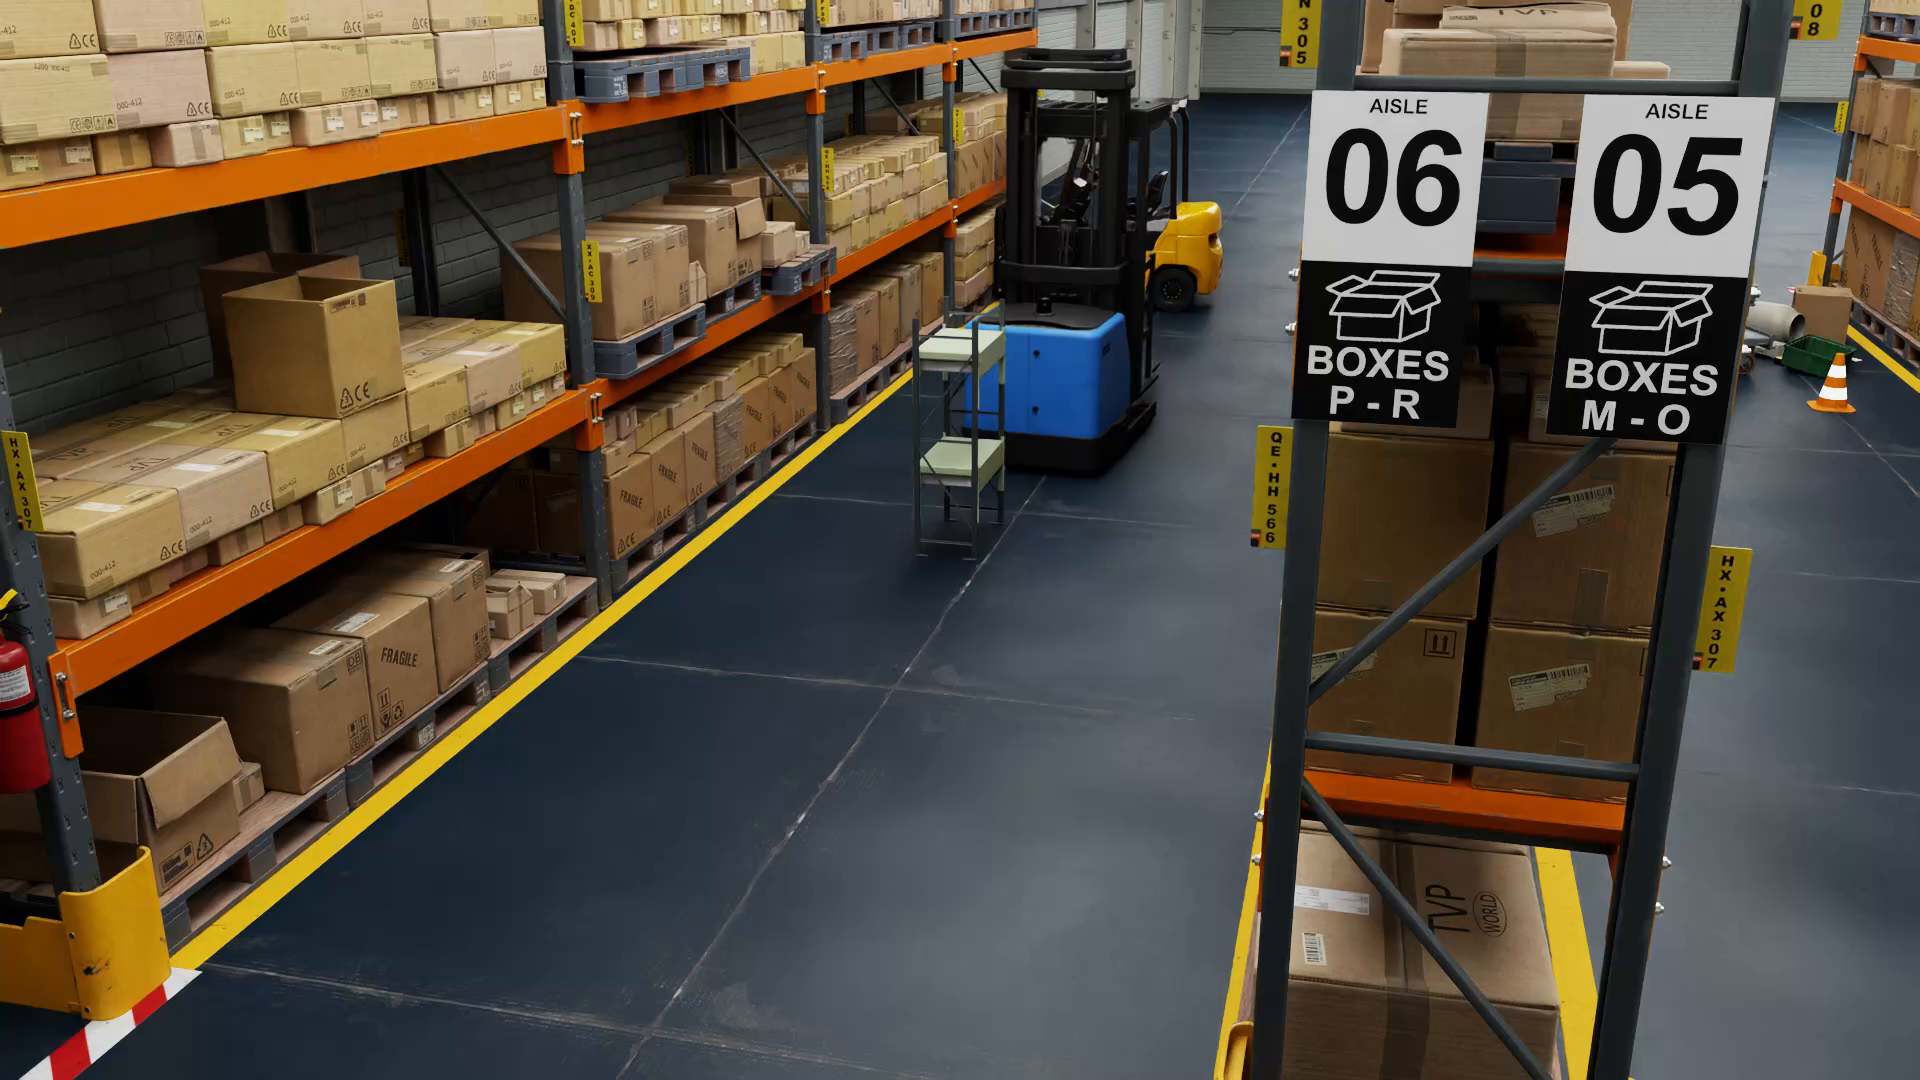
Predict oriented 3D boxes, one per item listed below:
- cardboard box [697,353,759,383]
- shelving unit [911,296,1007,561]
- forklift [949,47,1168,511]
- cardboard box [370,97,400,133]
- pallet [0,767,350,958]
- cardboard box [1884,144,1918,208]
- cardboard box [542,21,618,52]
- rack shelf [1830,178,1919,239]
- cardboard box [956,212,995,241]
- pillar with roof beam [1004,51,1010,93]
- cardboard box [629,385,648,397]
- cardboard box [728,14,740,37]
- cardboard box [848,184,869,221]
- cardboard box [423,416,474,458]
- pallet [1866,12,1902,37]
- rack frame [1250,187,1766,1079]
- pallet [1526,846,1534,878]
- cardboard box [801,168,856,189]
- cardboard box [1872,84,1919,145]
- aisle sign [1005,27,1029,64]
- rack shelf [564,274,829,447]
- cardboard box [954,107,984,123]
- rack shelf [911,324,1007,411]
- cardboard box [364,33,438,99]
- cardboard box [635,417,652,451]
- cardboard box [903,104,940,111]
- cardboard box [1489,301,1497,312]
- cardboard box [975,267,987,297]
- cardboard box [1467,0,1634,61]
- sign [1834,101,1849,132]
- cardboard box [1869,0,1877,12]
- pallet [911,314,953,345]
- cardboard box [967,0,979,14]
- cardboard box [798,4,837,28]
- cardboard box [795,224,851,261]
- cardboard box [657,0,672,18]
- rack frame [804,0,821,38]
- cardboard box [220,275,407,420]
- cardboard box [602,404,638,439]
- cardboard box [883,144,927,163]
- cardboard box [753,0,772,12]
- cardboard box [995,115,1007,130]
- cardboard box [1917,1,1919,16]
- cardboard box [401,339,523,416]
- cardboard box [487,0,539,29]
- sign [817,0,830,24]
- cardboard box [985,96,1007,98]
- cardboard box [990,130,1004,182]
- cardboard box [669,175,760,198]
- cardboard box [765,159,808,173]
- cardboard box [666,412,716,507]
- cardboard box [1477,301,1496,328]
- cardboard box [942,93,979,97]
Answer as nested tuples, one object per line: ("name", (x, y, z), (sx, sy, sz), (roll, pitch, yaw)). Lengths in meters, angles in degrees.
("cardboard box", (-1.657, -1.226, 11.850), (0.380, 0.149, 0.250), (5, 20, 15))
("shelving unit", (0.002, -0.712, 10.451), (0.431, 1.500, 0.755), (5, 19, 13))
("forklift", (8.712, -0.781, 8.122), (19.036, 3.140, 7.743), (6, 20, 17))
("cardboard box", (-2.659, -1.838, 7.175), (0.380, 0.149, 0.250), (5, 19, 14))
("pallet", (-3.272, 1.229, 6.763), (1.003, 0.211, 1.213), (5, 19, 13))
("cardboard box", (9.556, -3.524, 16.131), (0.875, 0.550, 0.500), (5, 19, 13))
("cardboard box", (-2.048, -2.679, 8.835), (0.380, 0.149, 0.250), (5, 19, 14))
("rack shelf", (9.575, -3.114, 16.278), (1.077, 0.370, 4.000), (5, 19, 13))
("cardboard box", (0.115, -3.392, 18.035), (0.500, 0.250, 0.500), (5, 20, 15))
("pillar with roof beam", (5.021, -9.064, 23.303), (9.100, 9.000, 0.400), (5, 19, 13))
("cardboard box", (-2.331, -1.017, 11.240), (0.380, 0.149, 0.250), (4, 19, 11))
("cardboard box", (-1.682, -3.416, 11.022), (0.380, 0.149, 0.250), (5, 19, 14))
("cardboard box", (-1.061, -2.767, 13.605), (0.500, 0.250, 0.500), (5, 20, 15))
("cardboard box", (-2.548, -0.503, 7.907), (0.380, 0.149, 0.250), (4, 19, 13))
("pallet", (9.893, -5.226, 16.843), (1.003, 0.211, 1.213), (5, 19, 13))
("rack frame", (1.330, 0.574, 4.366), (1.000, 3.000, 0.127), (5, 19, 13))
("pallet", (1.749, 1.256, 6.685), (1.003, 0.211, 1.213), (5, 19, 13))
("cardboard box", (-1.064, -2.922, 13.442), (0.380, 0.149, 0.250), (5, 20, 15))
("cardboard box", (9.622, -4.206, 16.458), (0.875, 0.550, 0.550), (5, 19, 13))
("aisle sign", (0.726, -6.059, 19.765), (0.394, 0.787, 0.004), (5, 19, 13))
("rack shelf", (-2.018, -1.357, 11.133), (1.077, 0.370, 4.000), (5, 19, 13))
("cardboard box", (0.043, -4.475, 17.531), (0.380, 0.149, 0.250), (4, 19, 13))
("rack shelf", (0.002, -1.081, 10.325), (0.431, 0.370, 0.720), (5, 19, 13))
("cardboard box", (-2.635, -2.065, 7.225), (0.500, 0.250, 0.500), (5, 20, 15))
("cardboard box", (-2.117, -0.659, 10.190), (0.380, 0.149, 0.250), (4, 19, 11))
("cardboard box", (-0.423, -4.596, 17.884), (0.380, 0.149, 0.250), (4, 19, 13))
("cardboard box", (2.121, -0.912, 6.011), (0.380, 0.149, 0.250), (5, 19, 13))
("cardboard box", (-0.004, -2.761, 17.736), (0.500, 0.250, 0.500), (4, 19, 12))
("cardboard box", (1.968, -1.759, 5.597), (0.500, 0.500, 0.500), (5, 19, 14))
("sign", (9.527, -4.575, 17.978), (0.100, 0.325, 0.005), (5, 19, 13))
("cardboard box", (9.669, -5.546, 17.228), (0.380, 0.149, 0.250), (5, 19, 14))
("pallet", (-0.695, -2.024, 16.288), (1.003, 0.211, 1.213), (5, 19, 13))
("cardboard box", (-0.113, -5.443, 16.675), (0.500, 0.311, 0.500), (5, 20, 15))
("cardboard box", (-1.150, -3.965, 12.570), (0.380, 0.166, 0.250), (5, 19, 13))
("cardboard box", (-1.184, -2.373, 13.227), (0.500, 0.250, 0.500), (5, 19, 14))
("cardboard box", (-1.872, -3.065, 9.504), (0.380, 0.149, 0.250), (4, 19, 13))
("rack frame", (-1.530, -5.163, 11.882), (1.000, 3.000, 0.127), (5, 19, 13))
("cardboard box", (-2.746, -0.833, 7.096), (0.500, 0.500, 0.500), (5, 20, 15))
("cardboard box", (-2.144, -0.711, 9.882), (0.380, 0.149, 0.250), (4, 19, 11))
("cardboard box", (-0.513, -3.560, 15.311), (0.380, 0.149, 0.250), (4, 19, 12))
("cardboard box", (-1.509, -3.710, 11.422), (0.380, 0.149, 0.250), (4, 19, 12))
("cardboard box", (0.322, -4.651, 18.506), (0.380, 0.149, 0.250), (5, 19, 14))
("cardboard box", (9.237, -4.992, 15.607), (0.380, 0.149, 0.250), (5, 19, 13))
("cardboard box", (-2.503, -0.803, 8.170), (0.500, 0.250, 0.500), (5, 19, 14))
("cardboard box", (-2.397, -2.619, 8.073), (0.500, 0.250, 0.500), (5, 19, 14))
("sign", (-1.004, -3.945, 12.156), (0.100, 0.325, 0.005), (5, 19, 13))
("cardboard box", (0.474, -5.034, 19.166), (0.380, 0.149, 0.250), (5, 20, 15))
("cardboard box", (0.186, -4.223, 18.256), (0.500, 0.500, 0.500), (5, 19, 14))
("cardboard box", (-1.807, -2.421, 12.332), (0.500, 0.500, 0.500), (6, 20, 16))
("cardboard box", (-1.437, -3.122, 14.029), (0.380, 0.149, 0.250), (5, 19, 13))
("cardboard box", (-1.924, -0.544, 10.857), (0.500, 0.500, 0.500), (4, 19, 12))
("cardboard box", (2.082, -0.555, 5.971), (0.500, 0.500, 0.500), (5, 19, 14))
("cardboard box", (0.010, -5.160, 19.535), (0.380, 0.149, 0.250), (5, 20, 15))
